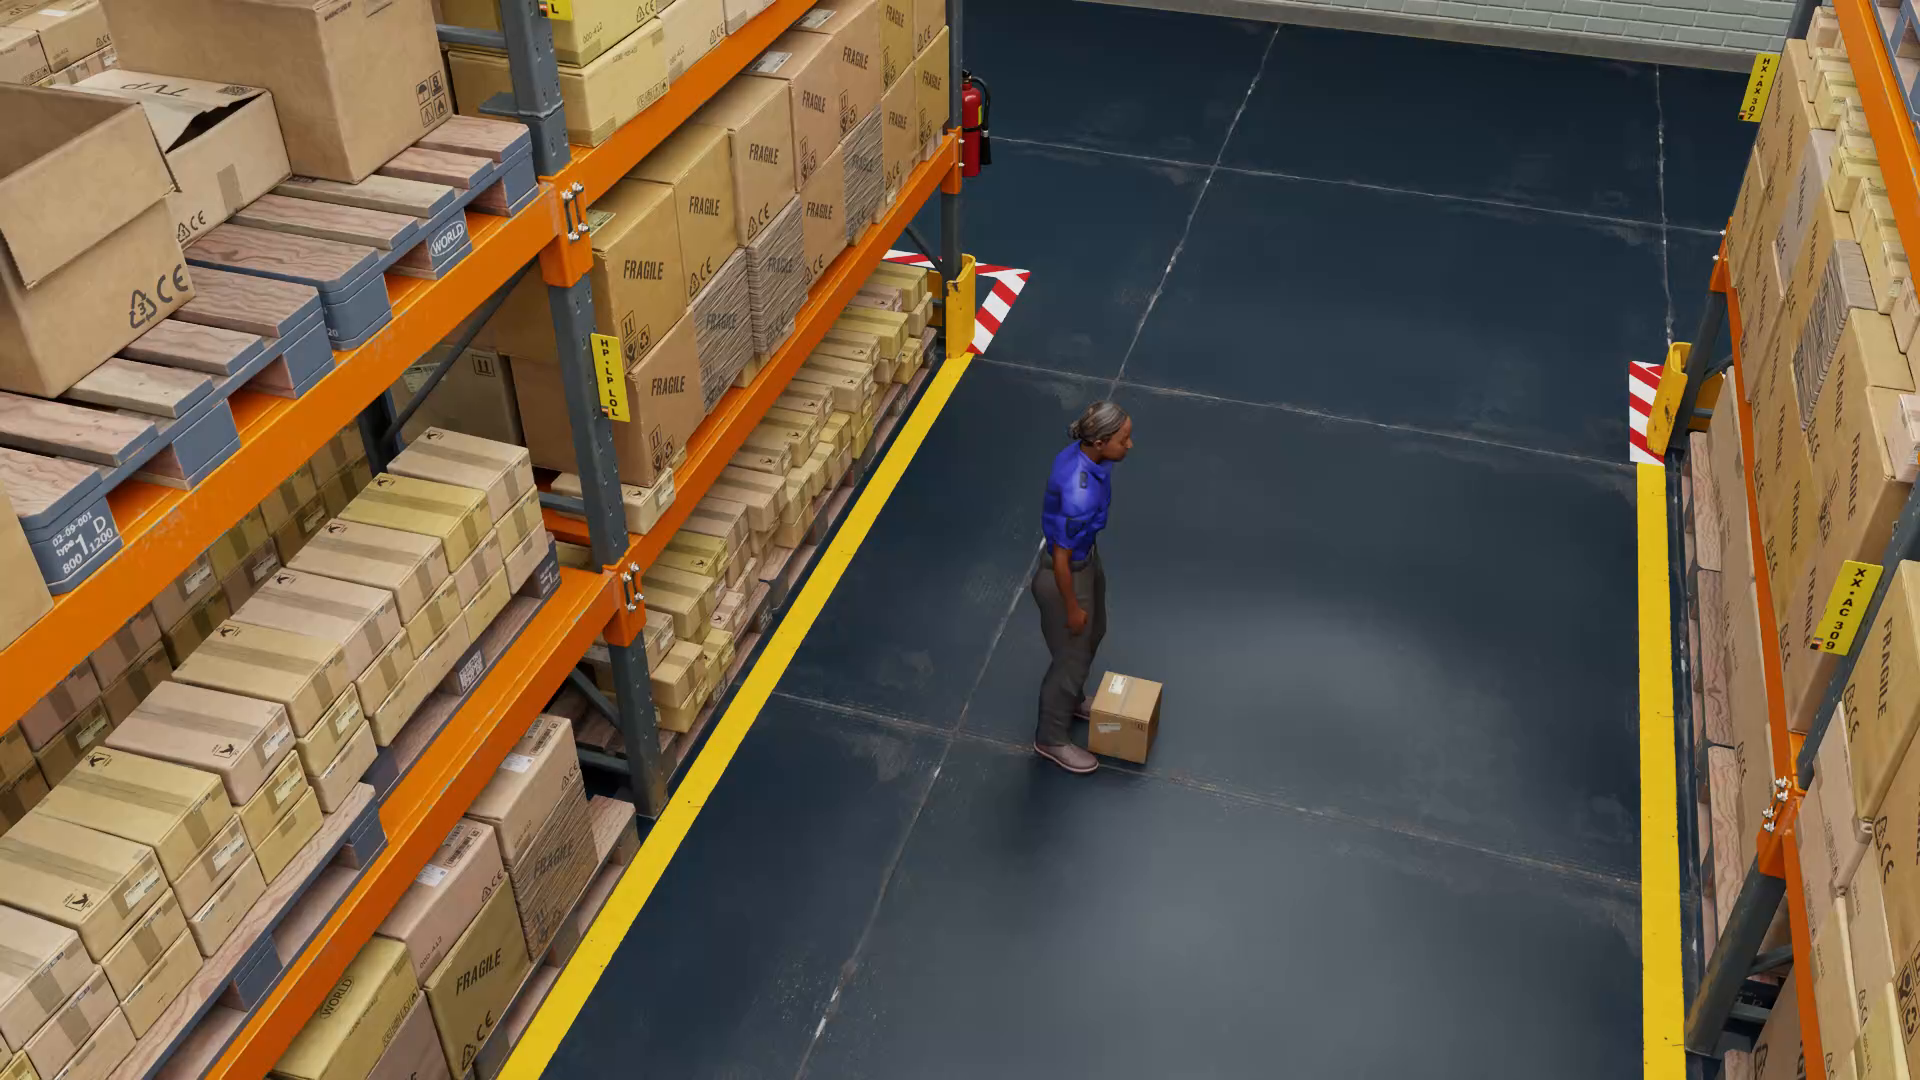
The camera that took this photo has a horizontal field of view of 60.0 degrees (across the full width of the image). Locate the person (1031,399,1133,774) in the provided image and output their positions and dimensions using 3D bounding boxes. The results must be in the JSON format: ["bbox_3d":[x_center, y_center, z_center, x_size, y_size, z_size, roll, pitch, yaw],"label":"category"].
[{"bbox_3d":[0.475,0.158,6.687,0.352,1.654,0.530,8,38,11],"label":"person"}]
